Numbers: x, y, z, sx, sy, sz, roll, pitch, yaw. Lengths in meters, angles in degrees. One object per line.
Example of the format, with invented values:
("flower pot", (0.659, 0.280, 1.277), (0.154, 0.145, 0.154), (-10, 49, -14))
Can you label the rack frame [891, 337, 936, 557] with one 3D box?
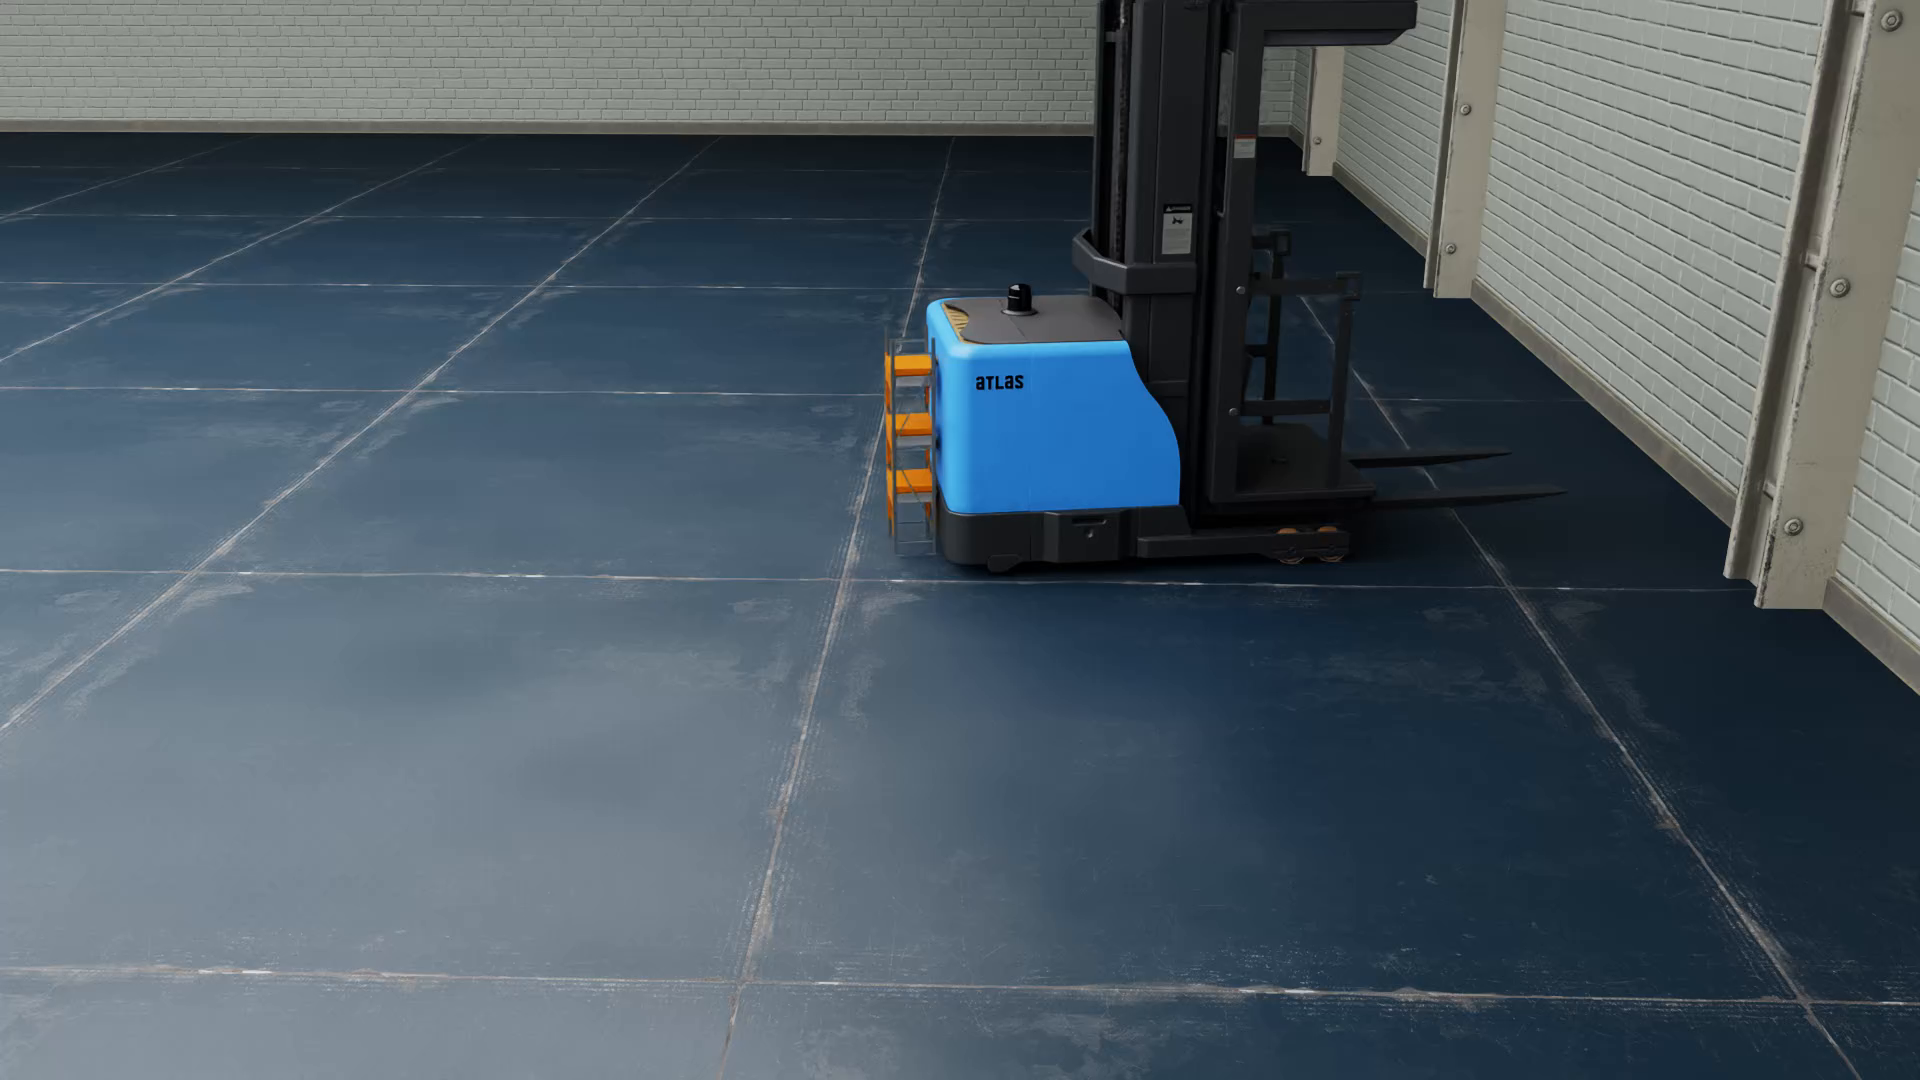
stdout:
("rack frame", (-0.211, -0.415, 7.648), (0.200, 1.050, 0.008), (-3, 21, -8))

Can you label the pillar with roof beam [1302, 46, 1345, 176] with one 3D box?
("pillar with roof beam", (-0.290, -8.354, 17.118), (9.100, 9.000, 0.400), (1, 21, 2))

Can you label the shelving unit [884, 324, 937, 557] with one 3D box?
("shelving unit", (-0.229, -0.459, 7.760), (0.215, 1.050, 0.252), (-3, 21, -8))

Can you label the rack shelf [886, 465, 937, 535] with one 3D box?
("rack shelf", (-0.229, -0.190, 7.865), (0.215, 0.259, 0.240), (-3, 21, -8))

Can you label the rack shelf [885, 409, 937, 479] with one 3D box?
("rack shelf", (-0.229, -0.449, 7.764), (0.215, 0.259, 0.240), (-3, 21, -8))

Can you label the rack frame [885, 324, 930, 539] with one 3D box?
("rack frame", (-0.246, -0.503, 7.873), (0.200, 1.050, 0.008), (-3, 21, -8))

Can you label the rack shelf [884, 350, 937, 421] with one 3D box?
("rack shelf", (-0.229, -0.714, 7.661), (0.215, 0.259, 0.240), (-3, 21, -8))

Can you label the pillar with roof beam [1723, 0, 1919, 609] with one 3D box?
("pillar with roof beam", (-0.655, -4.015, 5.936), (9.100, 9.000, 0.400), (1, 21, 2))

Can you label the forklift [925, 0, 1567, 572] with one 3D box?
("forklift", (1.382, -1.440, 7.689), (3.031, 2.935, 1.130), (-3, 21, -7))

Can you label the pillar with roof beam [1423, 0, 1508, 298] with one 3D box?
("pillar with roof beam", (-0.473, -6.184, 11.527), (9.100, 9.000, 0.400), (1, 21, 2))
